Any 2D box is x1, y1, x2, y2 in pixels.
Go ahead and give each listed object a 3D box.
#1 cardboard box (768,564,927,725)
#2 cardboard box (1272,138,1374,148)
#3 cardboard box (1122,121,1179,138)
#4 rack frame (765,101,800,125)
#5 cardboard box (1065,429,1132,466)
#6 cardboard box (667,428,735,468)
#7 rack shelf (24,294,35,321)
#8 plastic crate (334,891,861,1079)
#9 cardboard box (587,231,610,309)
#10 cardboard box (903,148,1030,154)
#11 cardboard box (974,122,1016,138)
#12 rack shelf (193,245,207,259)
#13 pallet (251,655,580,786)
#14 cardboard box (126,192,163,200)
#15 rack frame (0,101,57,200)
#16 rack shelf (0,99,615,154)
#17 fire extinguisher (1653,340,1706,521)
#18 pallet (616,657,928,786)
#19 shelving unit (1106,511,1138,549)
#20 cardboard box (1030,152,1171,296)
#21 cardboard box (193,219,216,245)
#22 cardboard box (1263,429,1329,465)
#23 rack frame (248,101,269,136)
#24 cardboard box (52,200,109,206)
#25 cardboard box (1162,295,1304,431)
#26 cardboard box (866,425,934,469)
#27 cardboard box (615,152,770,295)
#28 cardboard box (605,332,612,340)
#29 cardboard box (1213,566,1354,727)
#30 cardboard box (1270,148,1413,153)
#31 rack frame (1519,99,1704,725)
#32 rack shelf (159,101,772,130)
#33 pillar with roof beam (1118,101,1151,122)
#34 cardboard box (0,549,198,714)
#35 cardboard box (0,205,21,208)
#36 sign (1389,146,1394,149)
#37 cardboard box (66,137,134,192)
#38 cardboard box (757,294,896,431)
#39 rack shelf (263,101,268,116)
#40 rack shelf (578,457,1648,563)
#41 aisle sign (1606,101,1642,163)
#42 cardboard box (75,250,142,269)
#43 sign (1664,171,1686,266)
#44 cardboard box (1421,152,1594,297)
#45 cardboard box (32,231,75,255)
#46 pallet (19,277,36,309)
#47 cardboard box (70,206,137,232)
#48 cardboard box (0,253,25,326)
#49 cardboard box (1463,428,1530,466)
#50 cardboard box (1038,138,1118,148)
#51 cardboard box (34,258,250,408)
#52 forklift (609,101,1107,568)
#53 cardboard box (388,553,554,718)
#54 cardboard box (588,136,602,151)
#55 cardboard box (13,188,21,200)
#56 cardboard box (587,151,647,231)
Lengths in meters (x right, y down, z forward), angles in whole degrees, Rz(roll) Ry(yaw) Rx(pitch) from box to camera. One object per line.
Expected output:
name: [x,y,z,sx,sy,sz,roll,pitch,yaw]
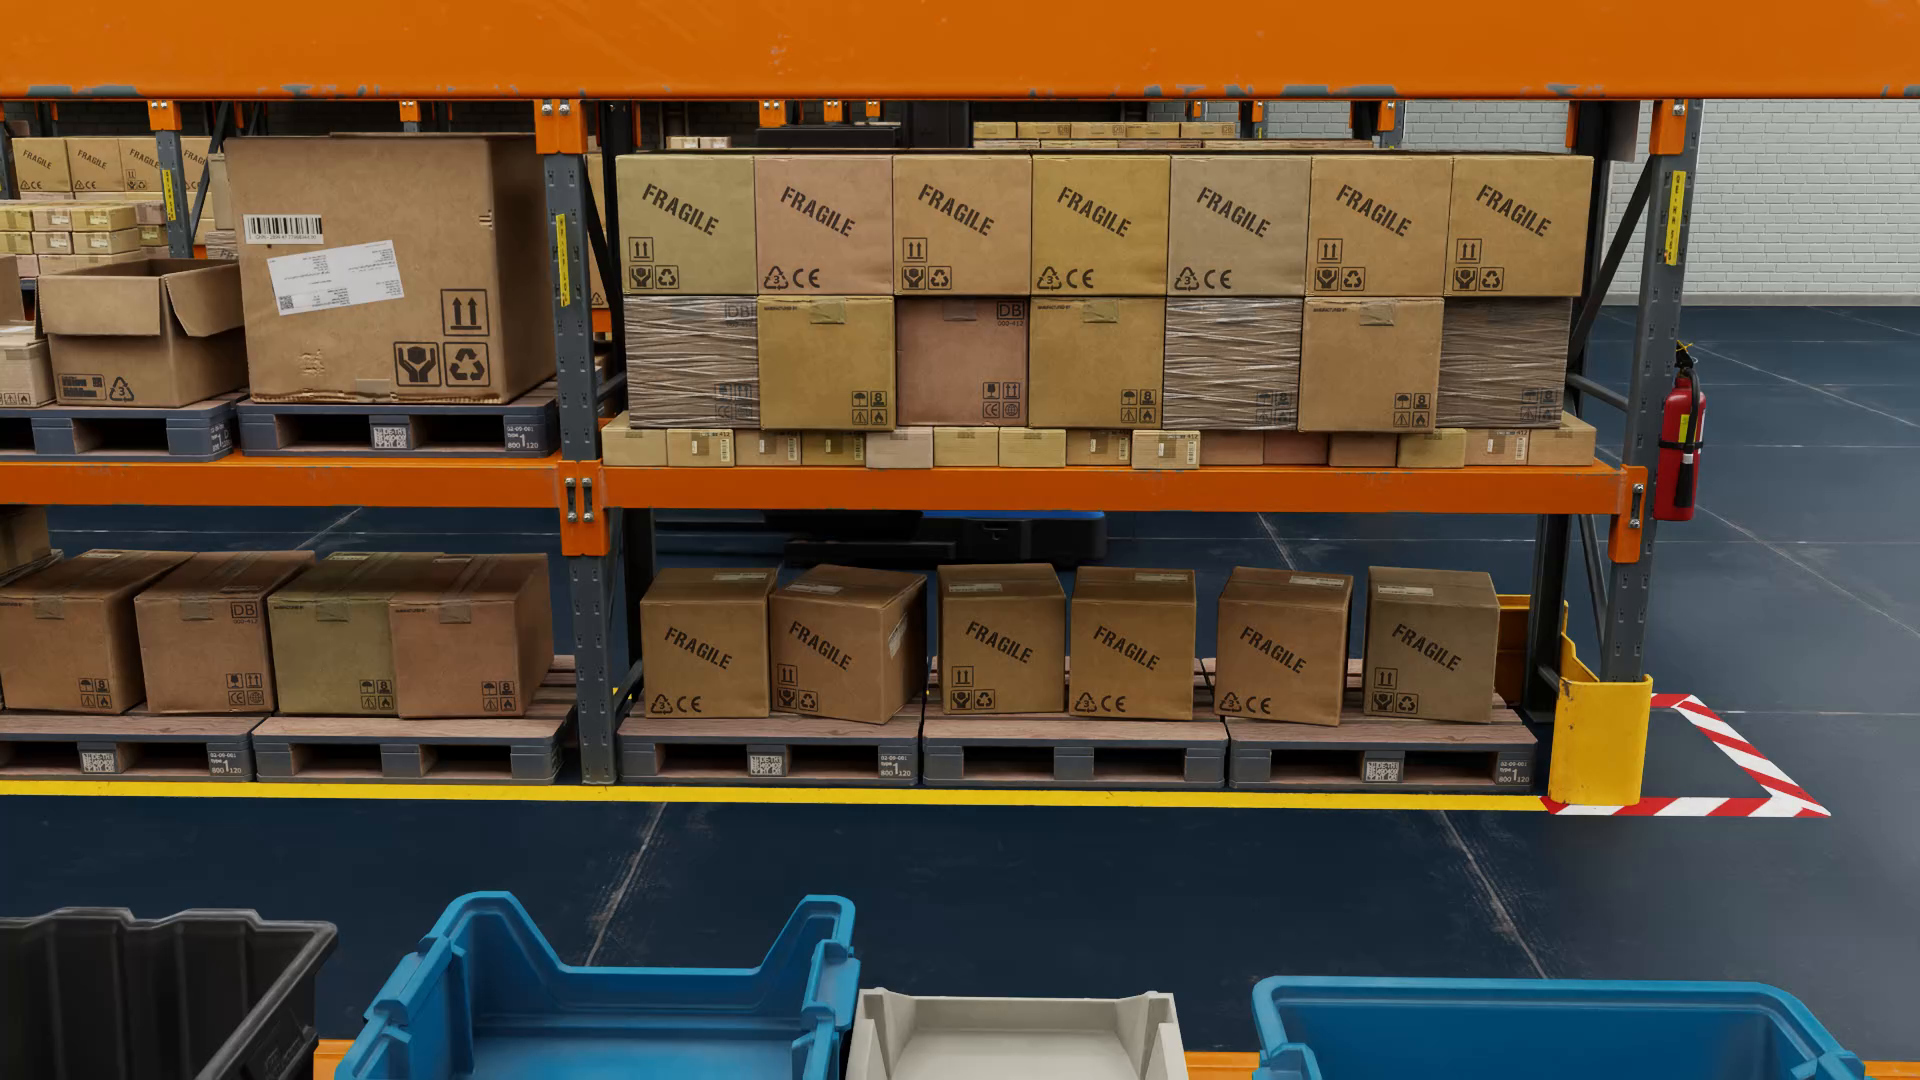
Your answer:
cardboard box: [-0.458,0.424,6.930,0.500,0.500,0.500,5,16,19]
cardboard box: [2.427,-2.441,11.303,0.550,0.550,0.875,0,15,1]
cardboard box: [1.800,-3.726,15.844,0.500,0.500,0.700,1,15,2]
rack frame: [-1.202,-1.861,11.512,0.127,3.000,1.000,0,15,1]
cardboard box: [0.528,-0.400,6.470,0.250,0.149,0.380,0,15,1]
cardboard box: [-0.973,-0.392,6.438,0.250,0.149,0.380,0,15,1]
rack shelf: [-7.200,-1.552,11.752,4.000,0.370,1.077,0,15,1]
plastic crate: [-0.443,0.677,2.187,0.616,0.251,0.499,0,15,1]
cardboard box: [-2.236,-1.847,11.266,0.500,0.500,0.500,0,15,1]
cardboard box: [0.027,-1.333,6.773,0.500,0.500,0.500,0,15,1]
cardboard box: [0.269,-3.722,15.828,0.500,0.500,0.700,0,15,0]
rack shelf: [-7.175,-2.815,16.539,4.000,0.370,1.077,0,15,1]
pallet: [-2.208,0.747,7.094,1.213,0.211,1.003,0,15,1]
cardboard box: [-7.716,-3.264,16.145,0.500,0.250,0.500,1,15,2]
rack frame: [-9.174,-3.176,16.497,0.127,3.000,1.000,0,15,1]
rack shelf: [-3.429,-1.712,6.479,4.000,0.370,1.077,0,15,1]
fire extinguisher: [2.672,-0.415,6.183,0.183,0.674,0.296,0,15,1]
pallet: [-0.758,0.747,7.094,1.213,0.211,1.003,0,15,1]
shelving unit: [1.013,-0.562,10.101,0.189,1.200,0.258,4,15,3]
cardboard box: [0.513,-1.198,6.260,0.500,0.500,0.500,0,15,1]
cardboard box: [-7.212,-3.017,16.189,0.500,0.250,0.500,0,15,1]
cardboard box: [1.279,-0.406,6.492,0.250,0.149,0.380,0,15,1]
rack frame: [-9.051,-4.442,21.295,0.127,3.000,1.000,0,15,1]
cardboard box: [-6.172,-2.312,11.727,0.250,0.149,0.380,0,15,1]
cardboard box: [1.018,-0.760,6.561,0.500,0.500,0.875,0,15,1]
cardboard box: [-0.223,-0.386,6.415,0.250,0.149,0.380,0,15,1]
cardboard box: [-0.986,-1.204,6.285,0.500,0.500,0.500,0,15,1]
cardboard box: [-3.115,-2.067,16.621,0.625,0.372,0.950,1,15,3]
cardboard box: [1.347,0.432,6.900,0.500,0.500,0.500,4,15,16]
cardboard box: [1.526,-1.324,6.739,0.500,0.500,0.500,0,15,1]
rack frame: [2.569,-0.570,6.622,0.127,3.000,1.000,0,15,1]
rack shelf: [-3.201,-2.976,11.271,4.000,0.370,1.077,0,15,1]
pillar with roof beam: [2.162,-6.401,16.960,0.400,9.000,9.100,0,15,1]
cardboard box: [-3.636,0.375,7.076,0.500,0.500,0.700,2,15,6]
cardboard box: [-6.482,-2.147,11.100,0.250,0.149,0.380,1,15,3]
sign: [2.769,-2.371,10.711,0.005,0.325,0.100,0,15,1]
cardboard box: [-8.232,-3.635,16.082,0.500,0.500,0.500,0,15,1]
cardboard box: [-0.483,-0.758,6.552,0.500,0.500,0.875,0,15,1]
rack shelf: [-7.052,-5.531,20.955,4.000,0.370,1.077,0,15,1]
rack shelf: [0.570,-0.235,6.763,4.000,0.370,1.077,0,15,1]
aisle sign: [2.639,-1.903,6.578,0.004,0.787,0.394,0,15,1]
cardboard box: [-5.706,-1.854,11.157,0.250,0.149,0.380,1,15,2]
sign: [2.535,-1.142,5.898,0.005,0.325,0.100,0,15,1]
cardboard box: [2.013,-1.186,6.218,0.500,0.500,0.500,0,15,1]
cardboard box: [-5.973,-2.000,11.128,0.250,0.149,0.380,1,15,4]
pallet: [-5.916,-1.771,11.550,1.003,0.211,1.213,0,15,1]
cardboard box: [-5.703,-2.142,11.082,0.250,0.149,0.380,0,15,-1]
cardboard box: [-4.327,-0.902,6.861,0.500,0.500,0.700,3,15,10]
cardboard box: [2.029,-0.400,6.468,0.250,0.149,0.380,0,15,1]
cardboard box: [0.785,-2.430,11.260,0.500,0.550,0.875,0,15,1]
cardboard box: [-3.165,-0.837,6.607,0.637,0.503,0.797,2,15,7]
forklift: [-0.643,-1.385,9.843,3.031,2.935,1.130,1,15,2]
cardboard box: [-2.043,0.390,7.019,0.500,0.500,0.700,-1,15,-3]
cardboard box: [-3.533,-3.920,16.443,0.250,0.149,0.380,0,15,-1]
cardboard box: [-9.637,-3.294,16.749,0.500,0.500,0.500,1,15,3]
cardboard box: [-2.213,-2.397,11.389,0.500,0.500,0.700,0,15,0]
